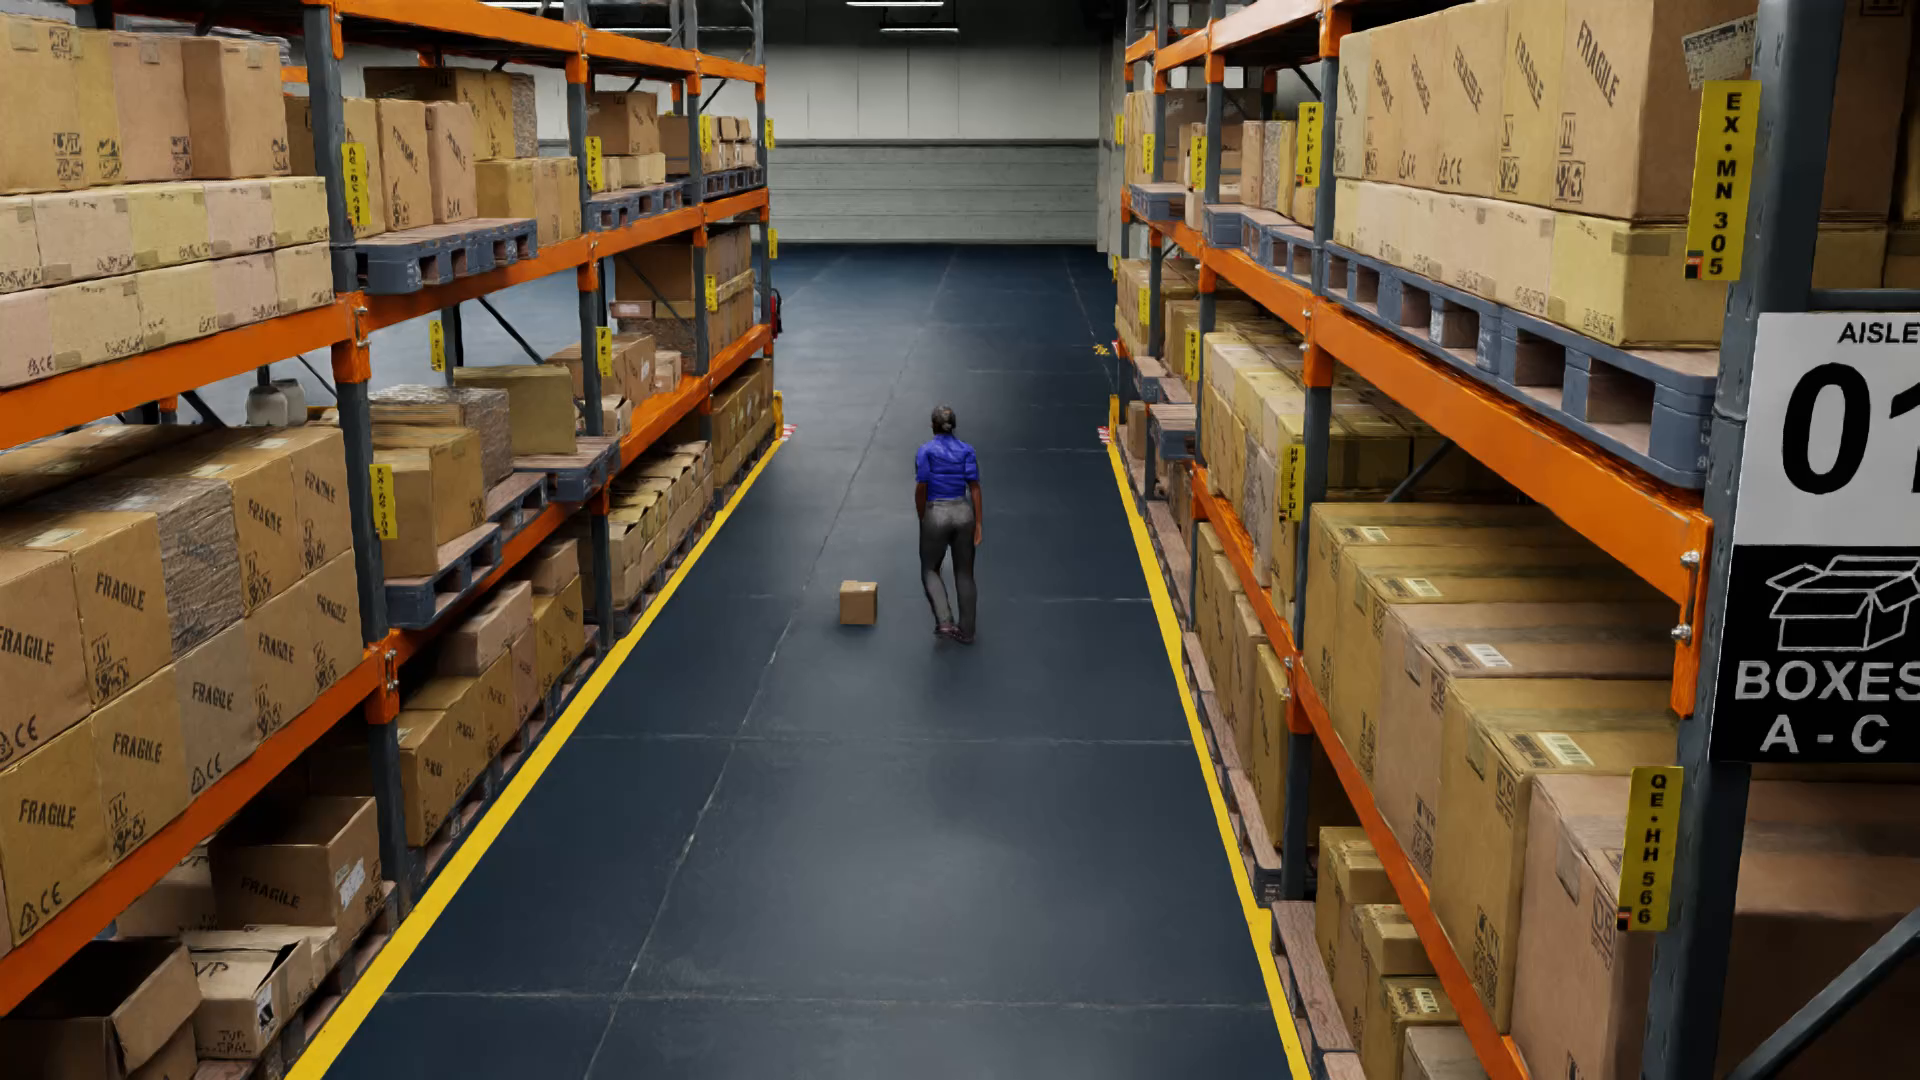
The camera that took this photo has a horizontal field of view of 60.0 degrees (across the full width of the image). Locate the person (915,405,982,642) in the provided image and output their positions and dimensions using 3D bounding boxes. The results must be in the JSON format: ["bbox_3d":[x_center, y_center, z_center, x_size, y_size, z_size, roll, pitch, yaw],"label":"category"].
[{"bbox_3d":[-0.071,-0.095,11.443,0.448,1.635,0.600,-4,15,-17],"label":"person"}]
